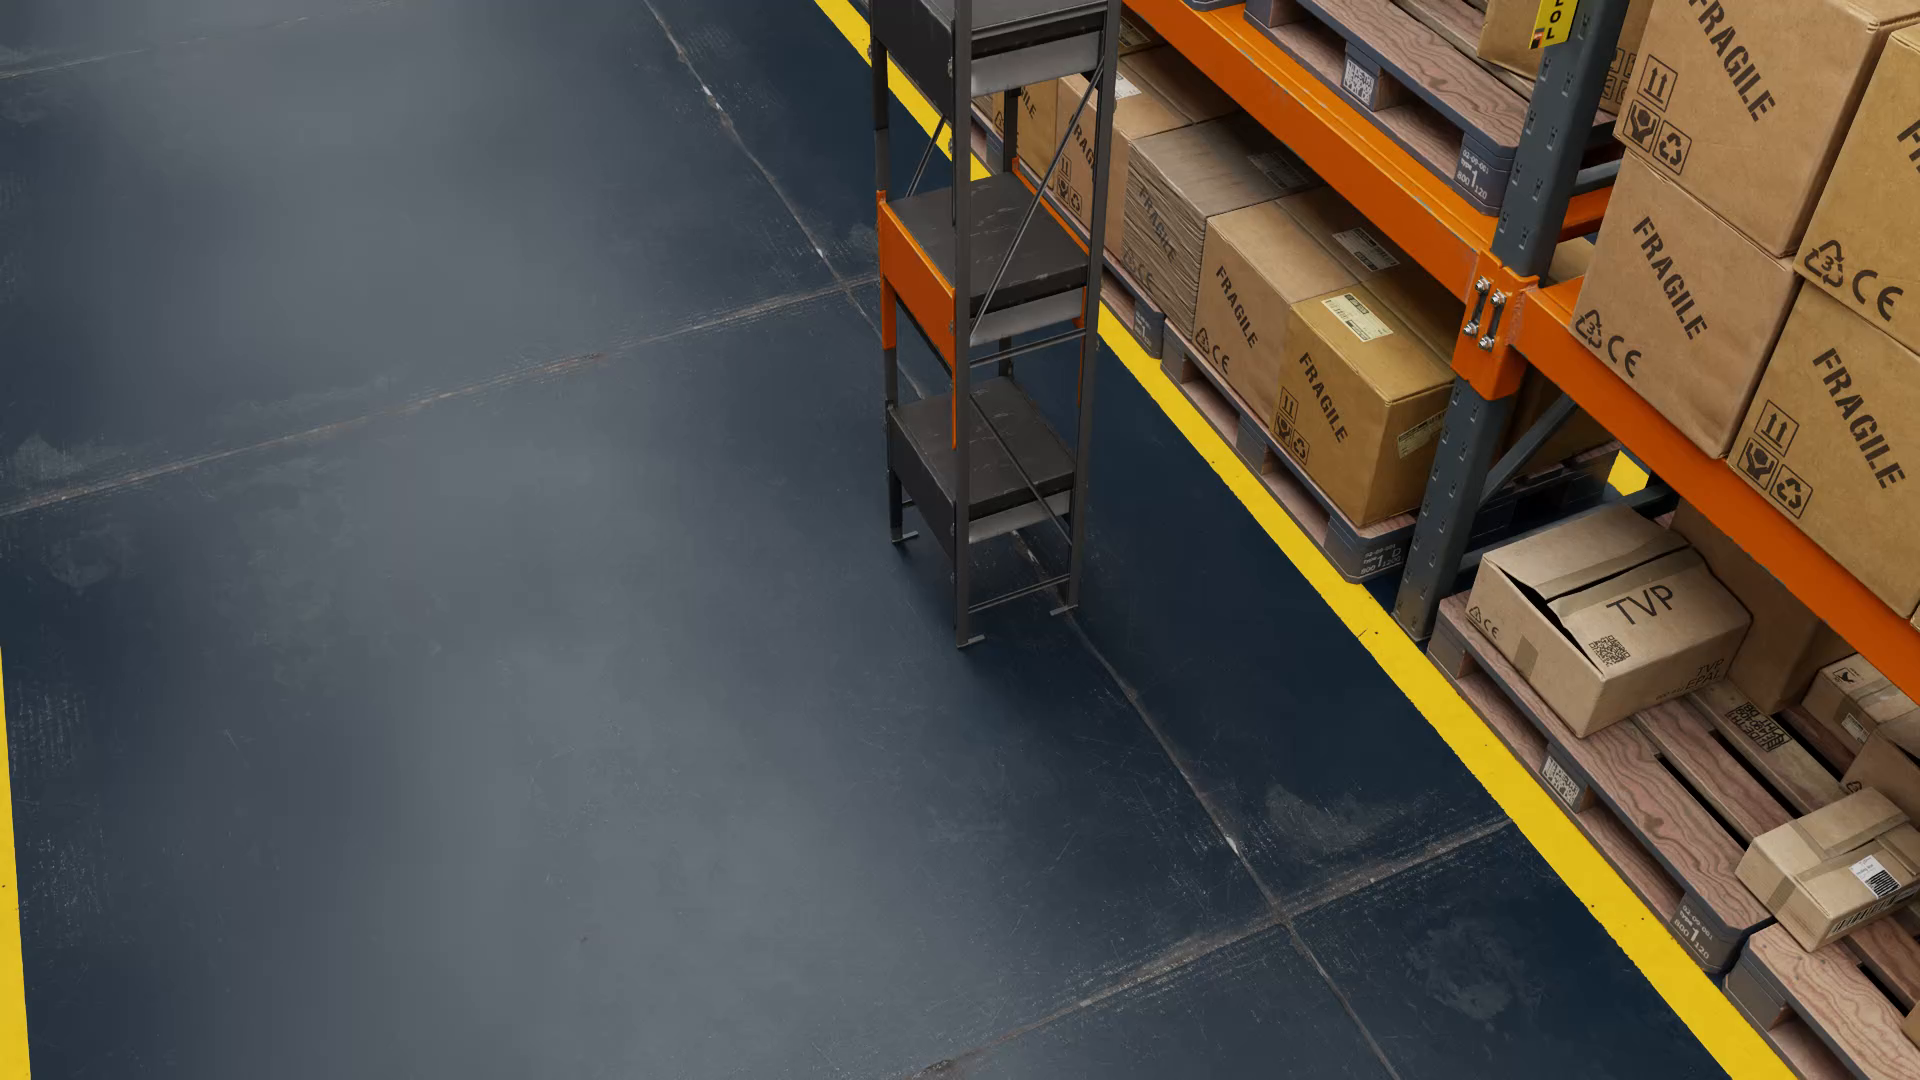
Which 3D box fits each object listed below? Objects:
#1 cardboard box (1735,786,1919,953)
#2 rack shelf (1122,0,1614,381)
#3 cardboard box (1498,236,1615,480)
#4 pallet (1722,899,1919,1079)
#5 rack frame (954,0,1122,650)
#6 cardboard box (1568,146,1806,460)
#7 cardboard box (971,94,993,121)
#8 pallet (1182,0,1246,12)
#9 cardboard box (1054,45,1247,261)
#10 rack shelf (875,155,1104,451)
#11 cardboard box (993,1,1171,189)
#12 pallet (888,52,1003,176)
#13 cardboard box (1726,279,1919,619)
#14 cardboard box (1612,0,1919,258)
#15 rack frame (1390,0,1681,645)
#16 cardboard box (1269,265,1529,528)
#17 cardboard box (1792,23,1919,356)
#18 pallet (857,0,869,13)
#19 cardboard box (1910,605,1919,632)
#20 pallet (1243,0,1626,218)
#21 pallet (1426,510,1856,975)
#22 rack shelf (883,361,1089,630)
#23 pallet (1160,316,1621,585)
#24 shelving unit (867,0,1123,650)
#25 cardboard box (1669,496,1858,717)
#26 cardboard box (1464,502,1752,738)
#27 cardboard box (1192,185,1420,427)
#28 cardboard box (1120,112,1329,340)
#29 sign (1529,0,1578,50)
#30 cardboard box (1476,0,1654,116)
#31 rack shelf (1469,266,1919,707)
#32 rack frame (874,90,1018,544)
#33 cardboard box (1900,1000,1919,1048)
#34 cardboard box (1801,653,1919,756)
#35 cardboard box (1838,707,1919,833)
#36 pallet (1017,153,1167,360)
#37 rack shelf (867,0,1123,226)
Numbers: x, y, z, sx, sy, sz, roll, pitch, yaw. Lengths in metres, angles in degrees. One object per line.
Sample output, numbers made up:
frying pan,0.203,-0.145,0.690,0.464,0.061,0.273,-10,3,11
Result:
cardboard box,2.131,0.787,4.020,0.380,0.166,0.250,-18,47,-17
rack shelf,0.937,-1.963,5.616,1.077,0.370,4.000,-18,47,-17
cardboard box,1.796,-0.591,5.180,0.500,0.500,0.500,-20,48,-19
pallet,2.583,1.265,3.818,1.003,0.211,1.213,-18,47,-17
rack frame,0.172,-0.486,4.248,0.400,2.100,0.015,-18,47,-17
cardboard box,1.745,-0.575,3.625,0.500,0.500,0.500,-17,47,-16
cardboard box,0.253,-2.054,6.662,0.500,0.500,0.500,-20,48,-19
pallet,0.918,-2.187,5.467,1.003,0.211,1.213,-18,47,-17
cardboard box,0.684,-1.401,6.001,0.500,0.500,0.500,-20,48,-19
rack shelf,0.070,-0.632,4.415,0.431,0.518,0.480,-18,47,-17
cardboard box,0.460,-1.733,6.337,0.500,0.500,0.500,-19,48,-18
pallet,0.376,-2.014,7.141,1.003,0.211,1.213,-18,47,-17
cardboard box,1.963,-0.249,3.296,0.500,0.500,0.500,-17,47,-17
cardboard box,1.721,-0.952,3.296,0.500,0.500,0.500,-17,47,-16
rack frame,1.778,-0.944,4.071,1.000,3.000,0.127,-18,47,-17
cardboard box,1.310,-0.441,5.028,0.500,0.500,0.500,-18,47,-18
cardboard box,1.938,-0.624,2.963,0.500,0.500,0.500,-19,48,-19
pallet,-0.215,-3.037,8.177,1.003,0.211,1.213,-18,47,-17
cardboard box,2.172,0.070,2.972,0.500,0.500,0.500,-18,47,-18
pallet,1.541,-1.417,4.687,1.003,0.211,1.213,-18,47,-17
pallet,2.066,0.486,4.607,1.003,0.211,1.213,-18,47,-17
rack shelf,0.070,-0.134,4.907,0.431,0.518,0.480,-18,47,-17
pallet,1.402,-0.459,5.565,1.003,0.211,1.213,-18,47,-17
shelving unit,0.070,-0.642,4.406,0.431,2.100,0.503,-18,47,-17
cardboard box,2.275,0.068,4.512,0.500,0.500,0.500,-18,47,-17
cardboard box,1.758,0.188,4.525,0.500,0.311,0.500,-18,47,-17
cardboard box,1.110,-0.758,5.349,0.500,0.500,0.500,-18,47,-17
cardboard box,0.900,-1.078,5.673,0.500,0.500,0.500,-17,47,-17
sign,1.276,-1.190,3.496,0.100,0.325,0.005,-18,47,-17
cardboard box,1.782,-1.497,4.262,0.700,0.500,0.500,-34,54,-30
rack shelf,2.619,0.586,3.032,1.077,0.370,4.000,-18,47,-17
rack frame,-0.033,-0.797,4.563,0.400,2.100,0.015,-18,47,-17
cardboard box,2.573,0.984,3.582,0.797,0.503,0.637,-18,47,-17
cardboard box,2.487,0.415,4.411,0.380,0.149,0.250,-18,47,-17
cardboard box,2.590,0.614,4.094,0.500,0.311,0.500,-18,47,-17
pallet,0.885,-1.237,6.354,1.003,0.211,1.213,-18,47,-17
rack shelf,0.070,-1.130,3.924,0.431,0.518,0.480,-18,47,-17
